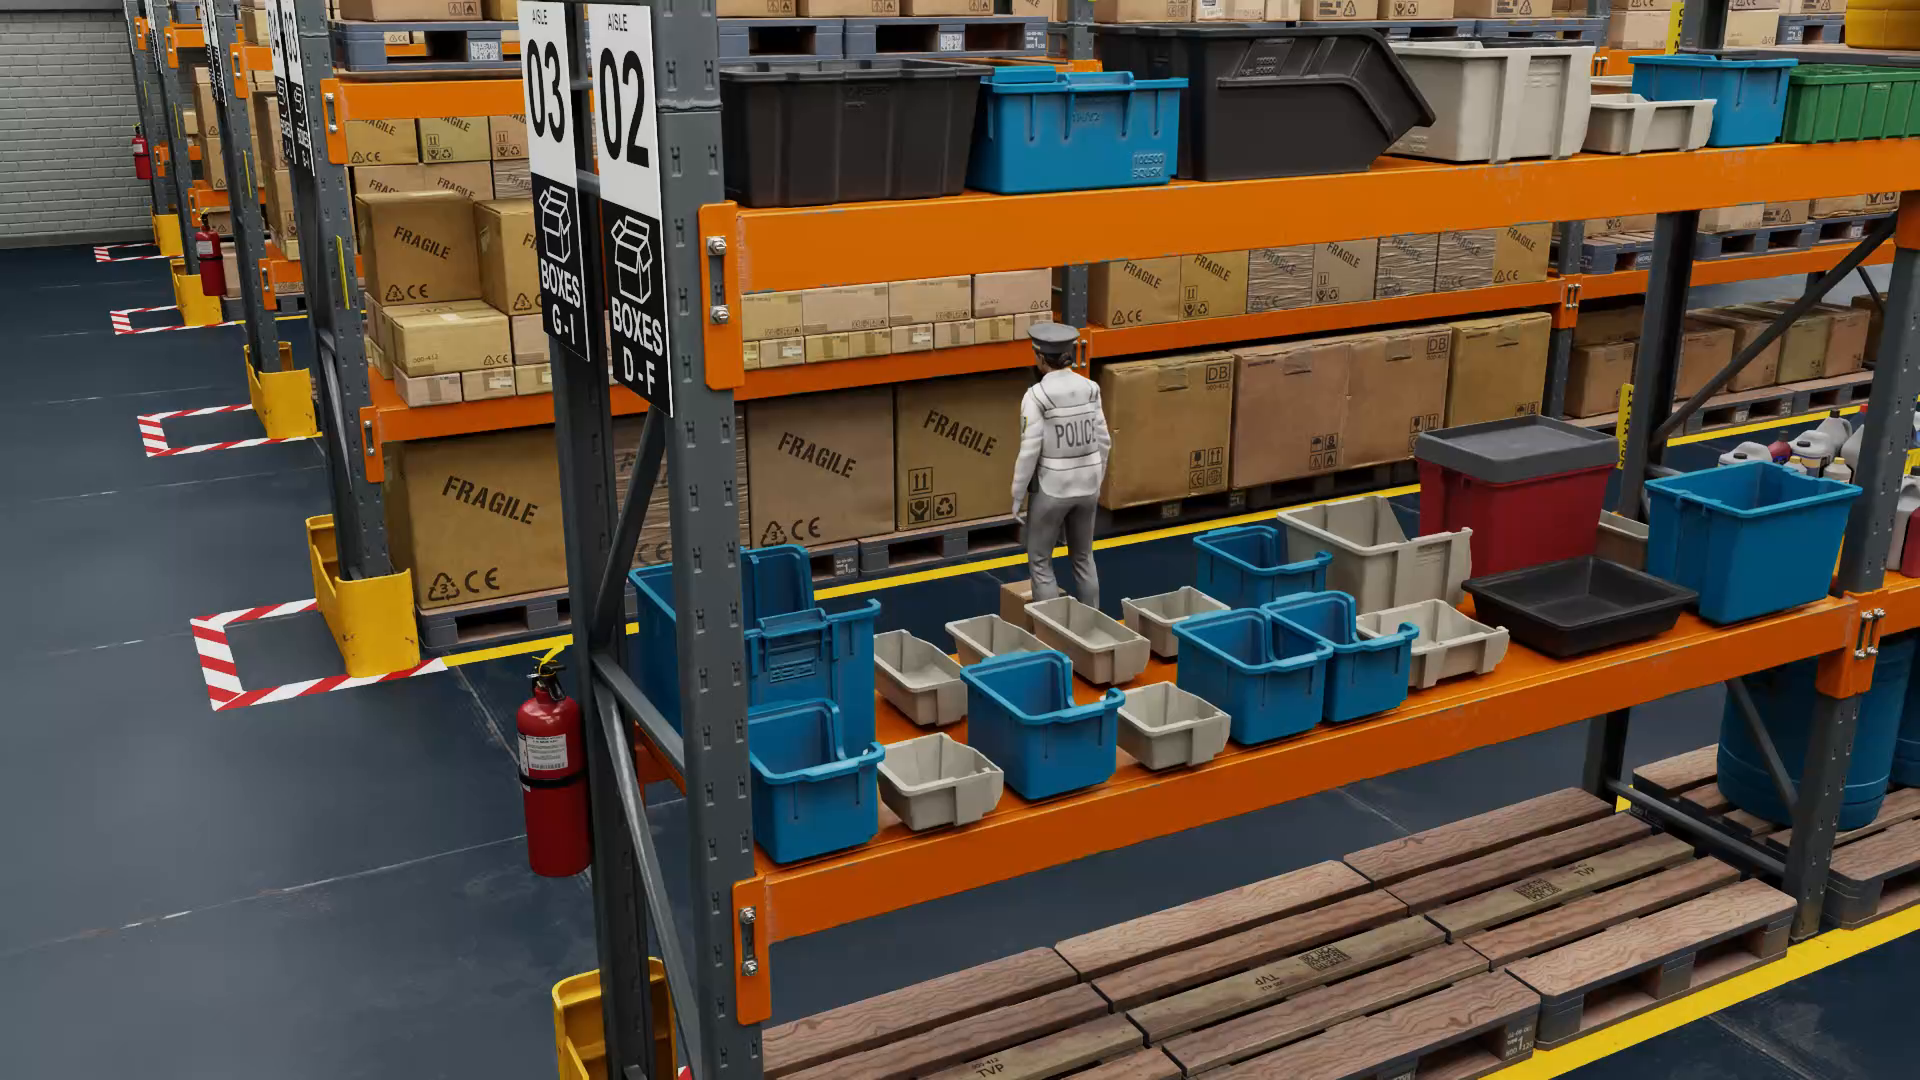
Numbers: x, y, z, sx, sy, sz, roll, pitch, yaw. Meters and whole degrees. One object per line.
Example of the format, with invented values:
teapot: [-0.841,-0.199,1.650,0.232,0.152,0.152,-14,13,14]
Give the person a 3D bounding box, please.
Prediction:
person: [0.494,-0.235,8.255,0.539,1.663,0.377,-10,21,-28]
